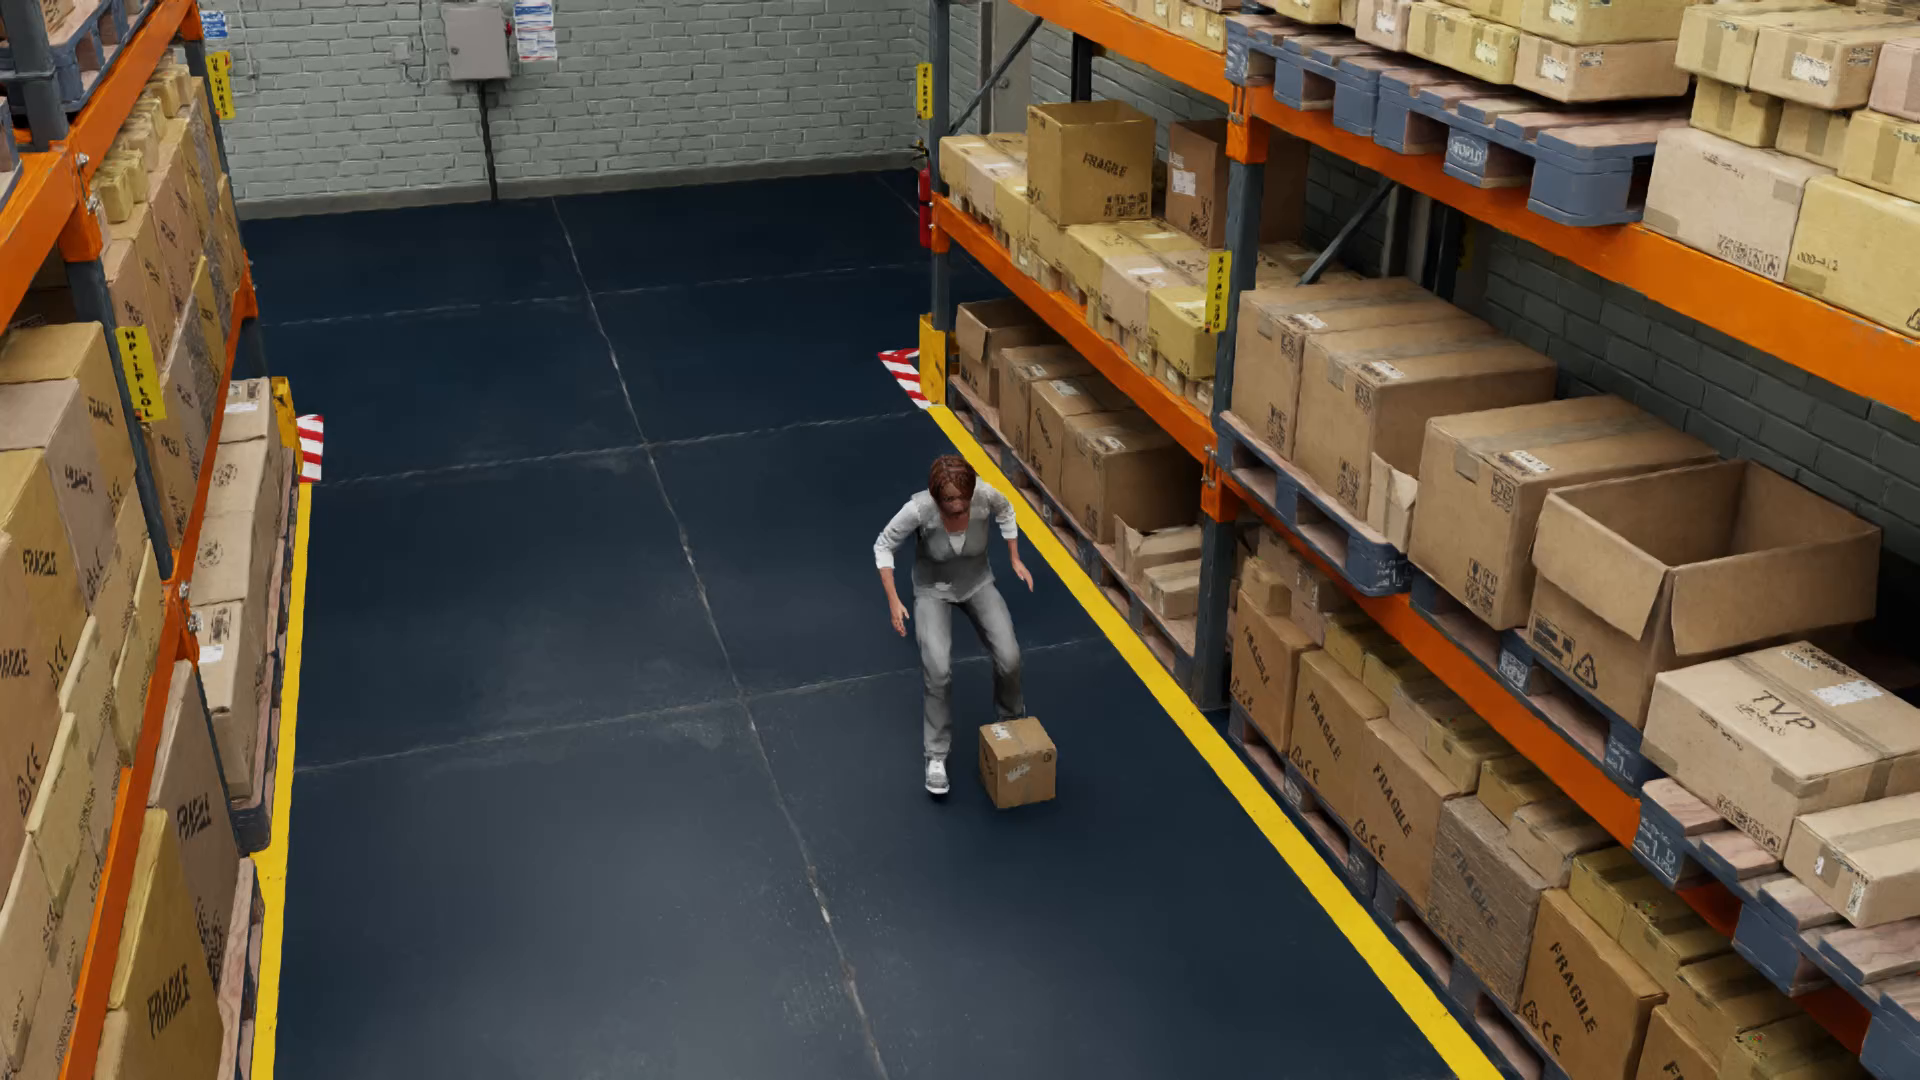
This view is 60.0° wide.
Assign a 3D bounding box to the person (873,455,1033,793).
[{"bbox_3d":[0.000,0.283,6.788,0.656,1.419,0.687,-6,27,-11],"label":"person"}]
